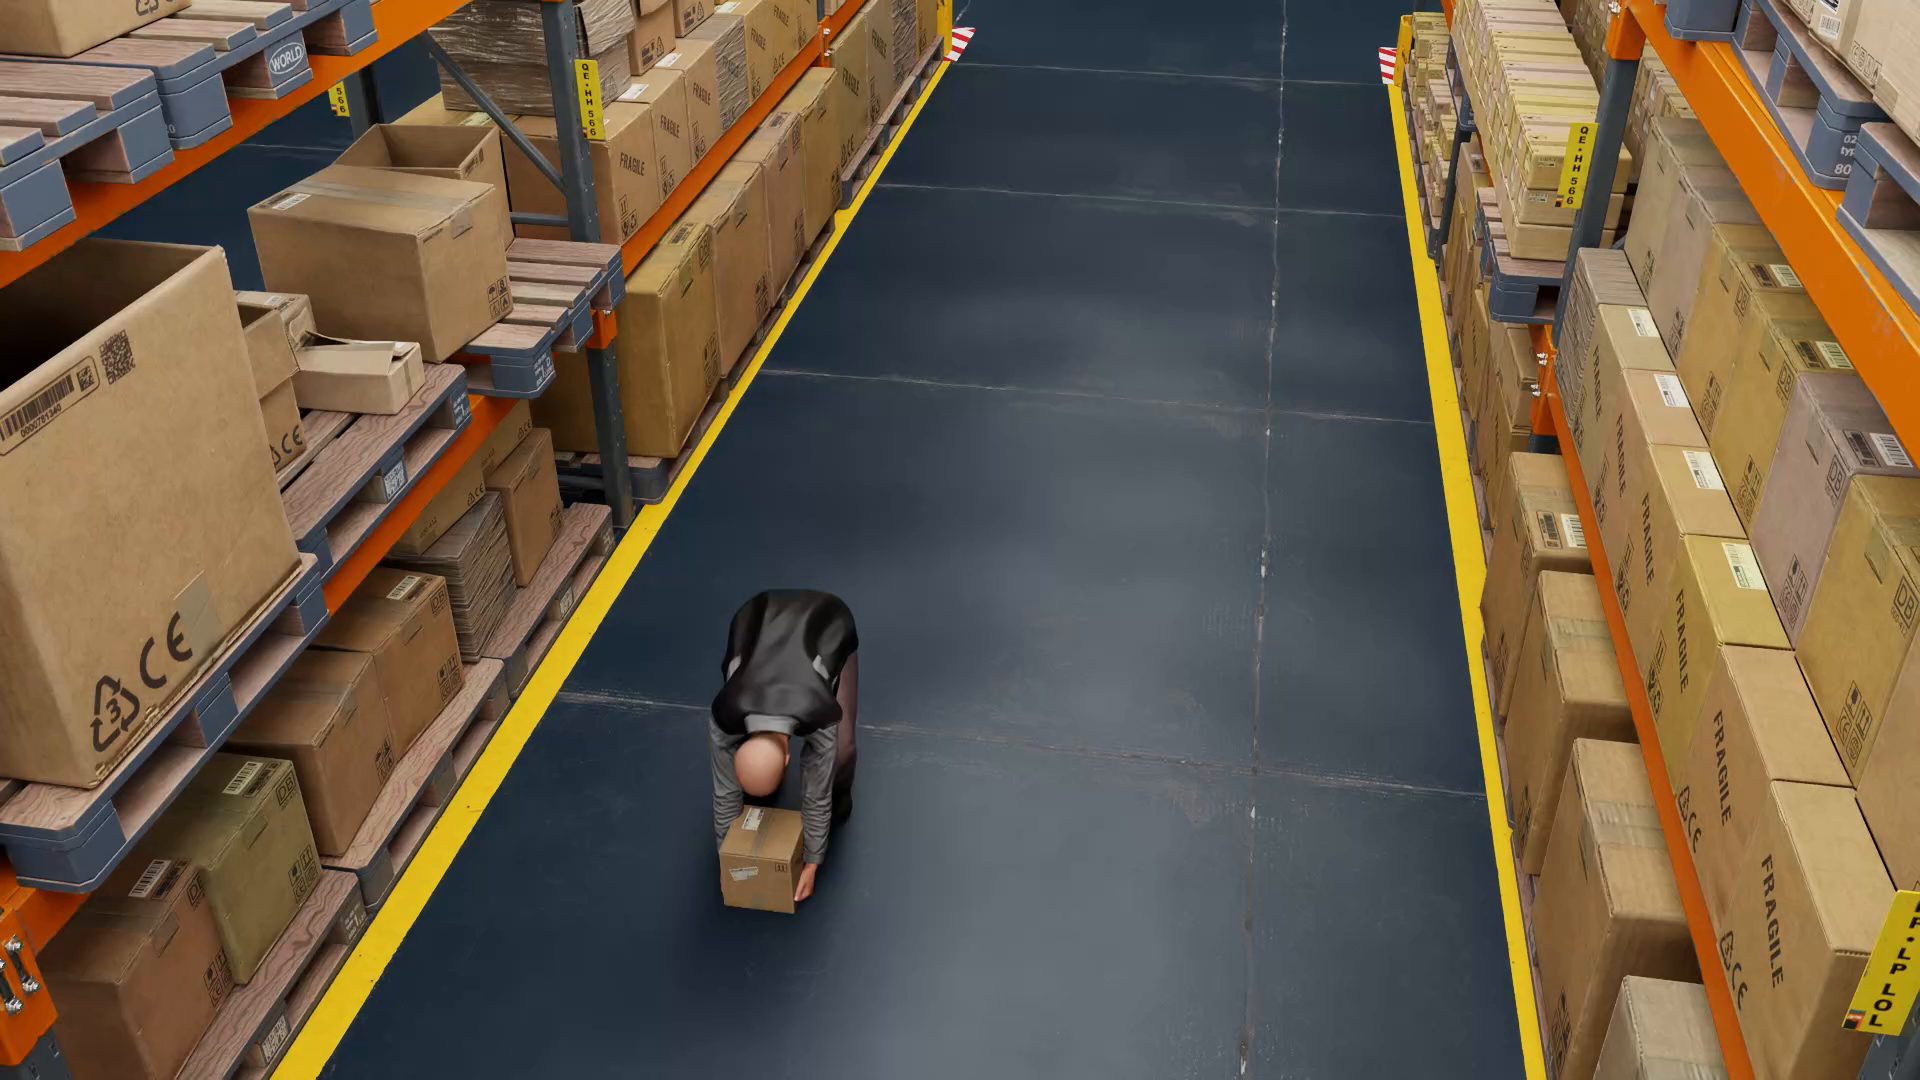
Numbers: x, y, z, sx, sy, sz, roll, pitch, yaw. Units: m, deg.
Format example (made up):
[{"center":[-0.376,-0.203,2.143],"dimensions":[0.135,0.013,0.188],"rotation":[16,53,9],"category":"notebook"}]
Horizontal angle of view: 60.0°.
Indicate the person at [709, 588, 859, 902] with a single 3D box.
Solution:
[{"center":[-0.617,0.693,5.889],"dimensions":[0.517,0.871,0.953],"rotation":[4,32,7],"category":"person"}]
